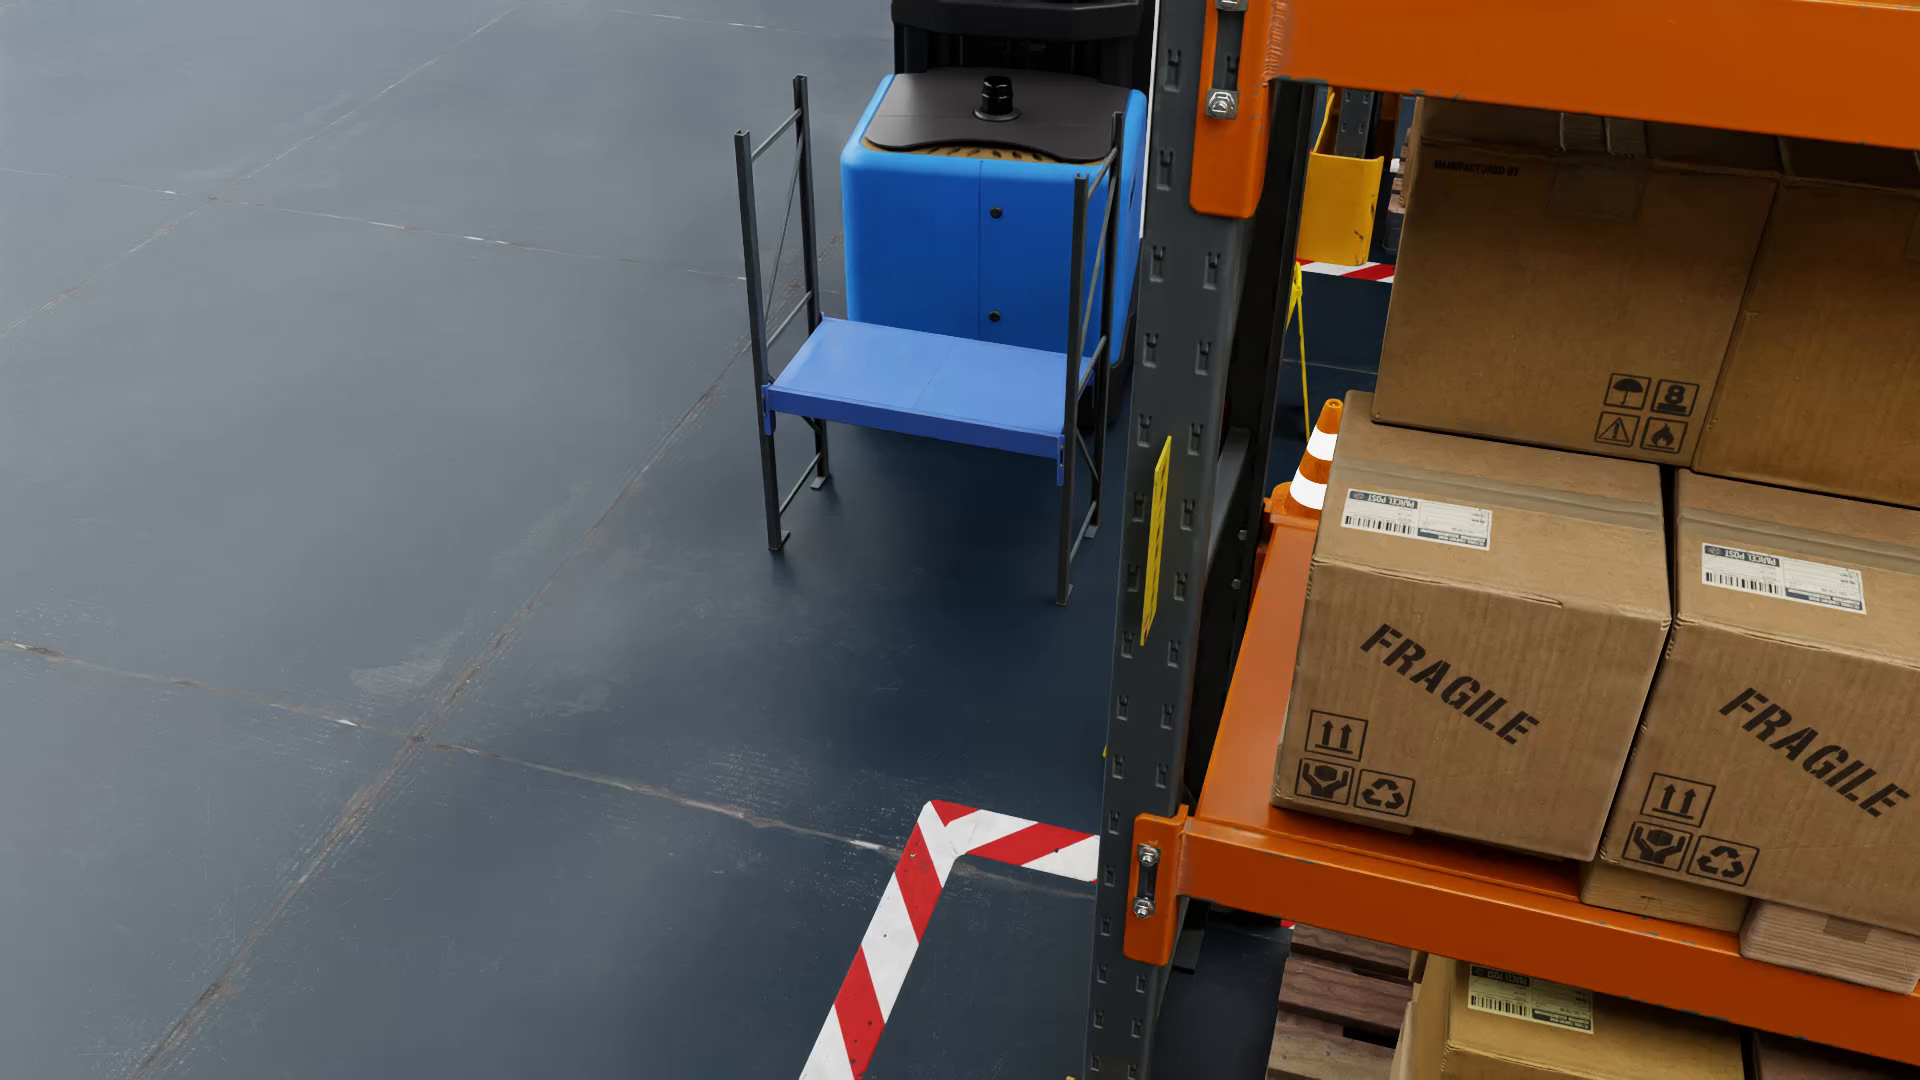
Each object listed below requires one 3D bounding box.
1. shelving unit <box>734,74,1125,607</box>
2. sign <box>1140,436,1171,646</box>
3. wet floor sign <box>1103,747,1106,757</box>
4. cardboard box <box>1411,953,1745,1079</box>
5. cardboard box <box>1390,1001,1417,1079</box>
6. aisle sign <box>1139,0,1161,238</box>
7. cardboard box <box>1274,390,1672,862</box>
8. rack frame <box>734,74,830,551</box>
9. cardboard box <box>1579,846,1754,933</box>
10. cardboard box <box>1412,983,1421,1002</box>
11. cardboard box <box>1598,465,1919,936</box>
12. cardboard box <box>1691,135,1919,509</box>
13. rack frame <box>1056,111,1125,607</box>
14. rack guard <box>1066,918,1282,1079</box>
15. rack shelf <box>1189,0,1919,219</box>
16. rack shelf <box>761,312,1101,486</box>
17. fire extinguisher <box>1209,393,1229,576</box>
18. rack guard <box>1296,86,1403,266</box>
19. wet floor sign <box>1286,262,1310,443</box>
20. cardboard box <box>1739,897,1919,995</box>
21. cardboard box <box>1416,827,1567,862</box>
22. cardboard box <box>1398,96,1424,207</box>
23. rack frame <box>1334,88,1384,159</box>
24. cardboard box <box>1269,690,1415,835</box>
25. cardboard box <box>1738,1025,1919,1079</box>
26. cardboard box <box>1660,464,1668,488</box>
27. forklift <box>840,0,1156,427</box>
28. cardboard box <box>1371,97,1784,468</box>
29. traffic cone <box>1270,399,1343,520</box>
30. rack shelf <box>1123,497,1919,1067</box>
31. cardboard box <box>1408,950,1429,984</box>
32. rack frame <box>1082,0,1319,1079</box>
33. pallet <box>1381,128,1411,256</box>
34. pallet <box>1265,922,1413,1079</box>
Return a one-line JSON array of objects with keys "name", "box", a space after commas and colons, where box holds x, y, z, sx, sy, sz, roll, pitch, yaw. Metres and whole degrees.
[{"name": "shelving unit", "box": [-0.081, -0.619, 5.326, 1.048, 1.500, 0.538, 10, 38, 14]}, {"name": "sign", "box": [0.293, 0.004, 2.484, 0.005, 0.325, 0.100, 10, 38, 14]}, {"name": "wet floor sign", "box": [0.592, 0.355, 4.724, 0.232, 0.644, 0.267, 24, 43, 29]}, {"name": "cardboard box", "box": [1.165, 0.985, 3.214, 0.500, 0.500, 0.500, 9, 37, 12]}, {"name": "cardboard box", "box": [1.142, 1.283, 3.442, 0.500, 0.250, 0.500, 10, 38, 14]}, {"name": "aisle sign", "box": [0.303, -0.837, 2.163, 0.004, 0.787, 0.394, 10, 38, 14]}, {"name": "cardboard box", "box": [0.824, 0.126, 2.713, 0.500, 0.500, 0.500, 10, 38, 13]}, {"name": "rack frame", "box": [-0.567, -0.709, 5.448, 0.032, 1.500, 0.500, 10, 38, 14]}, {"name": "cardboard box", "box": [1.191, 0.453, 2.815, 0.250, 0.149, 0.380, 9, 37, 12]}, {"name": "cardboard box", "box": [1.329, 0.979, 3.855, 0.500, 0.250, 0.500, 10, 38, 14]}, {"name": "cardboard box", "box": [1.319, 0.216, 2.591, 0.500, 0.500, 0.500, 12, 38, 15]}, {"name": "cardboard box", "box": [1.488, -0.457, 2.661, 0.500, 0.500, 0.700, 11, 38, 14]}, {"name": "rack frame", "box": [0.404, -0.529, 5.204, 0.032, 1.500, 0.500, 10, 38, 14]}, {"name": "rack guard", "box": [0.527, 1.066, 3.880, 0.348, 0.500, 1.175, 10, 38, 14]}, {"name": "rack shelf", "box": [2.363, -0.519, 2.001, 4.000, 0.370, 1.077, 10, 38, 14]}, {"name": "rack shelf", "box": [-0.081, -0.474, 5.433, 1.000, 0.185, 0.538, 10, 38, 14]}, {"name": "fire extinguisher", "box": [0.483, -0.204, 3.562, 0.183, 0.674, 0.296, 10, 38, 14]}, {"name": "rack guard", "box": [1.811, -1.770, 7.734, 0.348, 0.500, 1.175, 10, 38, 14]}, {"name": "wet floor sign", "box": [1.216, -0.710, 6.170, 0.232, 0.644, 0.267, 4, 37, 6]}, {"name": "cardboard box", "box": [1.420, 0.524, 2.719, 0.250, 0.149, 0.380, 11, 38, 15]}, {"name": "cardboard box", "box": [0.962, 0.361, 2.942, 0.250, 0.149, 0.380, 11, 38, 15]}, {"name": "cardboard box", "box": [2.501, -2.004, 7.380, 0.875, 0.875, 0.875, 11, 38, 14]}, {"name": "rack frame", "box": [1.834, -2.773, 6.987, 0.127, 3.000, 1.000, 10, 38, 14]}, {"name": "cardboard box", "box": [0.717, 0.324, 2.991, 0.250, 0.149, 0.380, 11, 38, 14]}, {"name": "cardboard box", "box": [1.665, 1.075, 3.092, 0.500, 0.500, 0.500, 9, 37, 12]}, {"name": "cardboard box", "box": [1.055, -0.174, 3.121, 0.500, 0.500, 0.500, 10, 37, 13]}, {"name": "forklift", "box": [0.318, -2.472, 6.636, 1.130, 2.935, 3.031, 6, 37, 8]}, {"name": "cardboard box", "box": [1.007, -0.550, 2.788, 0.500, 0.500, 0.700, 10, 37, 13]}, {"name": "traffic cone", "box": [1.256, -0.275, 5.733, 0.334, 0.463, 0.336, 10, 38, 14]}, {"name": "rack shelf", "box": [2.363, 0.689, 2.890, 4.000, 0.370, 1.077, 10, 38, 14]}, {"name": "cardboard box", "box": [1.297, 0.676, 3.634, 0.500, 0.500, 0.500, 11, 38, 14]}, {"name": "rack frame", "box": [0.454, 0.046, 3.157, 0.127, 3.000, 1.000, 10, 38, 14]}, {"name": "pallet", "box": [2.620, -1.553, 7.682, 1.213, 0.211, 1.003, 10, 38, 14]}, {"name": "pallet", "box": [1.292, 1.346, 3.744, 1.213, 0.211, 1.003, 10, 38, 14]}]
